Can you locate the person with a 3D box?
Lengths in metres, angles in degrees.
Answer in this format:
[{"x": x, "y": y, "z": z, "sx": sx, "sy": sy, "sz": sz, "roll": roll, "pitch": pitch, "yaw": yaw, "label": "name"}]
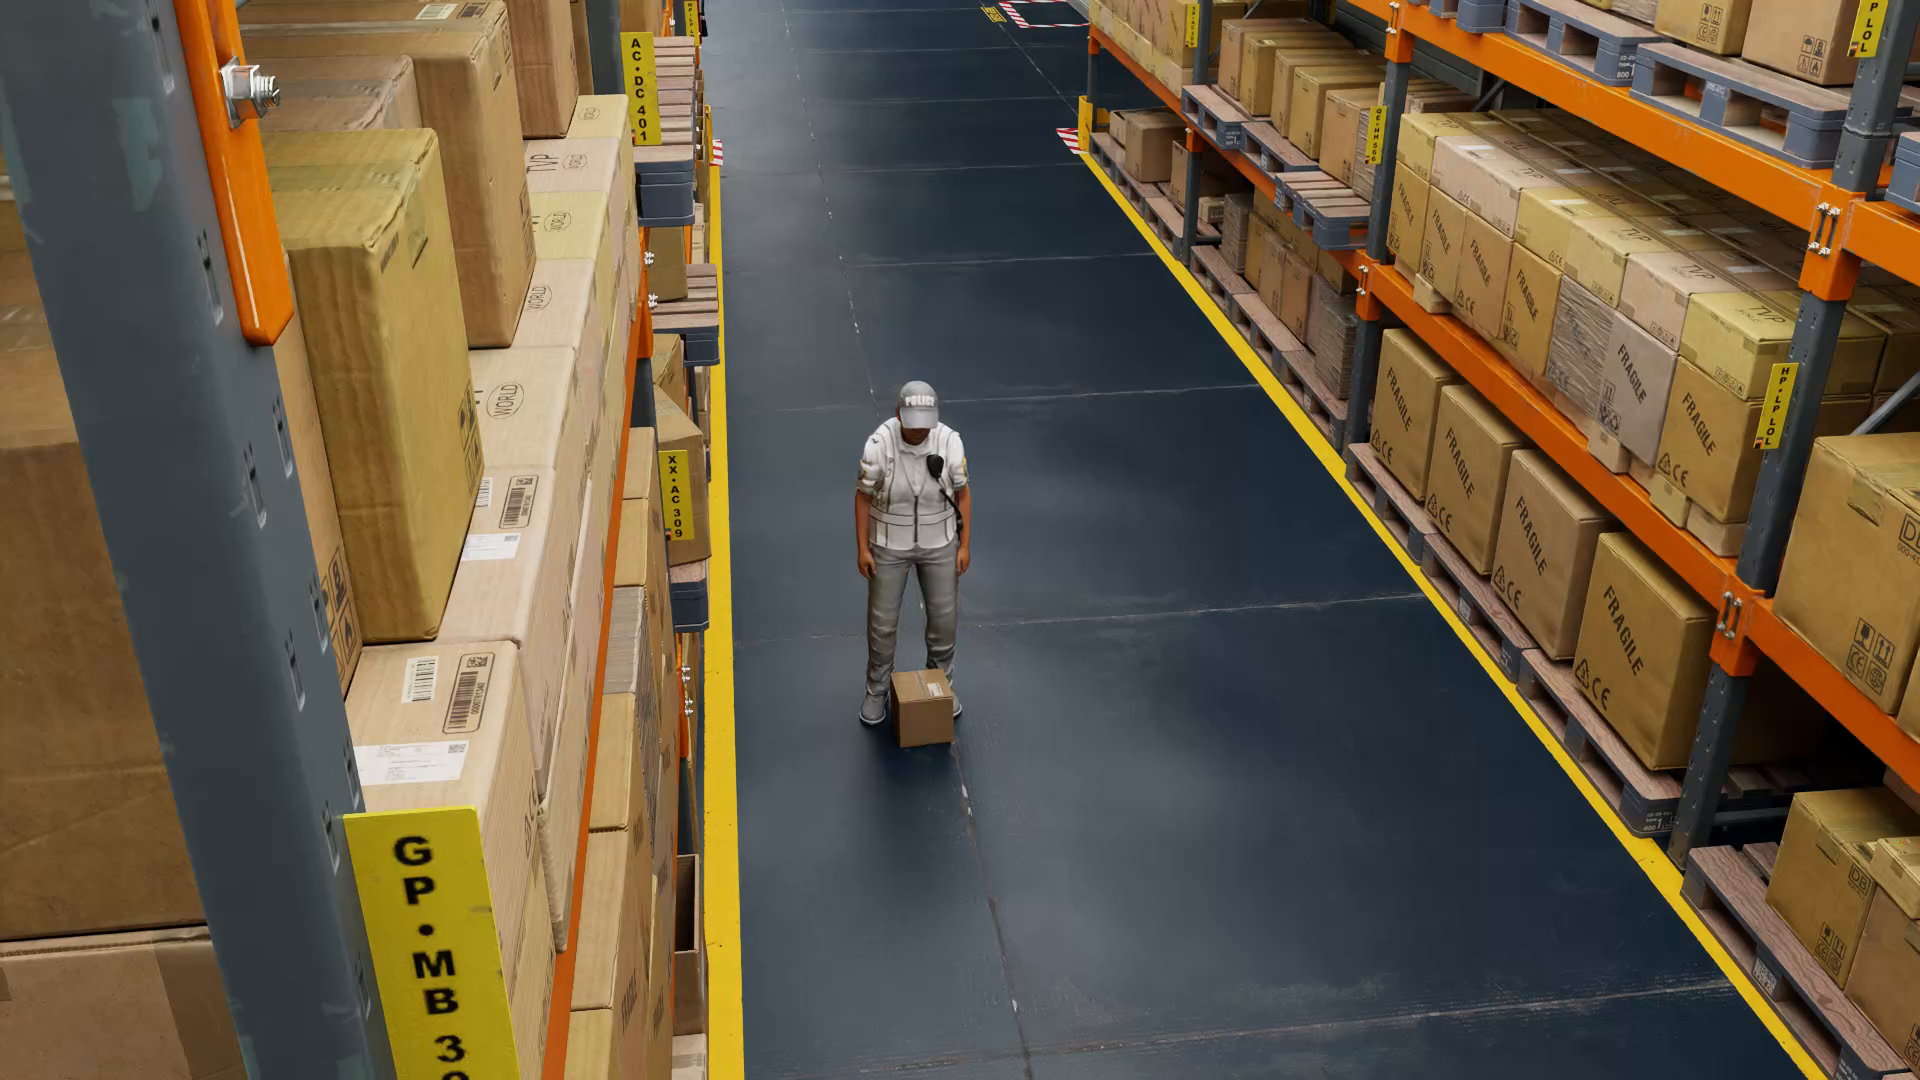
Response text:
[{"x": -0.214, "y": 0.043, "z": 7.527, "sx": 0.538, "sy": 1.666, "sz": 0.465, "roll": -3, "pitch": 27, "yaw": -6, "label": "person"}]
